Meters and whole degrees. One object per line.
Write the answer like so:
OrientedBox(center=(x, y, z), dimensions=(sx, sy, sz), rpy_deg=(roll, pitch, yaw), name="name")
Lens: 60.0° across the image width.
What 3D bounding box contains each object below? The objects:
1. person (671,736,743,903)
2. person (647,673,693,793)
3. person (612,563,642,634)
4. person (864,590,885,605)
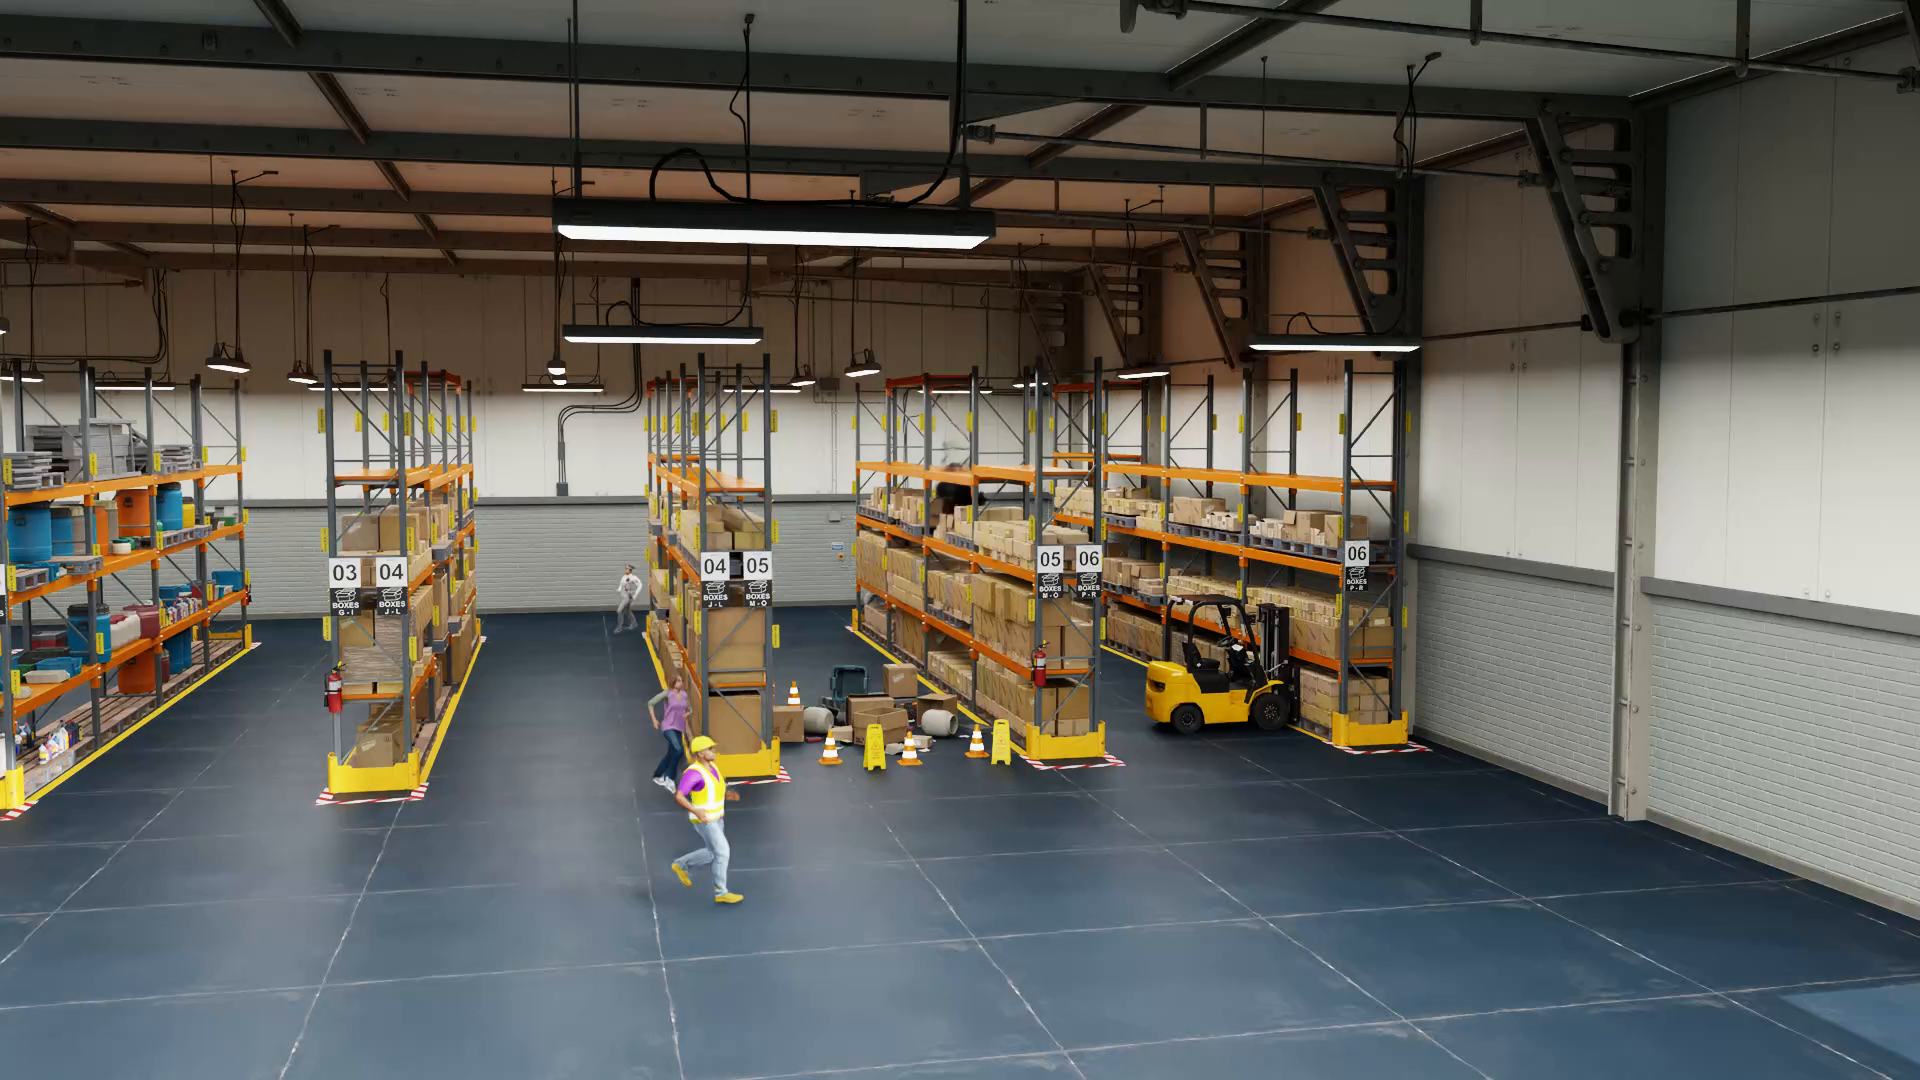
OrientedBox(center=(-2.678, 2.921, 17.452), dimensions=(0.846, 1.739, 0.714), rpy_deg=(1, 4, 14), name="person")
OrientedBox(center=(-3.946, 2.621, 22.821), dimensions=(0.641, 1.584, 0.543), rpy_deg=(3, 5, 36), name="person")
OrientedBox(center=(-7.957, 1.403, 39.880), dimensions=(0.742, 1.711, 0.679), rpy_deg=(-3, 5, -39), name="person")
OrientedBox(center=(-2.146, 1.243, 41.873), dimensions=(0.695, 1.803, 0.705), rpy_deg=(2, 5, 30), name="person")
